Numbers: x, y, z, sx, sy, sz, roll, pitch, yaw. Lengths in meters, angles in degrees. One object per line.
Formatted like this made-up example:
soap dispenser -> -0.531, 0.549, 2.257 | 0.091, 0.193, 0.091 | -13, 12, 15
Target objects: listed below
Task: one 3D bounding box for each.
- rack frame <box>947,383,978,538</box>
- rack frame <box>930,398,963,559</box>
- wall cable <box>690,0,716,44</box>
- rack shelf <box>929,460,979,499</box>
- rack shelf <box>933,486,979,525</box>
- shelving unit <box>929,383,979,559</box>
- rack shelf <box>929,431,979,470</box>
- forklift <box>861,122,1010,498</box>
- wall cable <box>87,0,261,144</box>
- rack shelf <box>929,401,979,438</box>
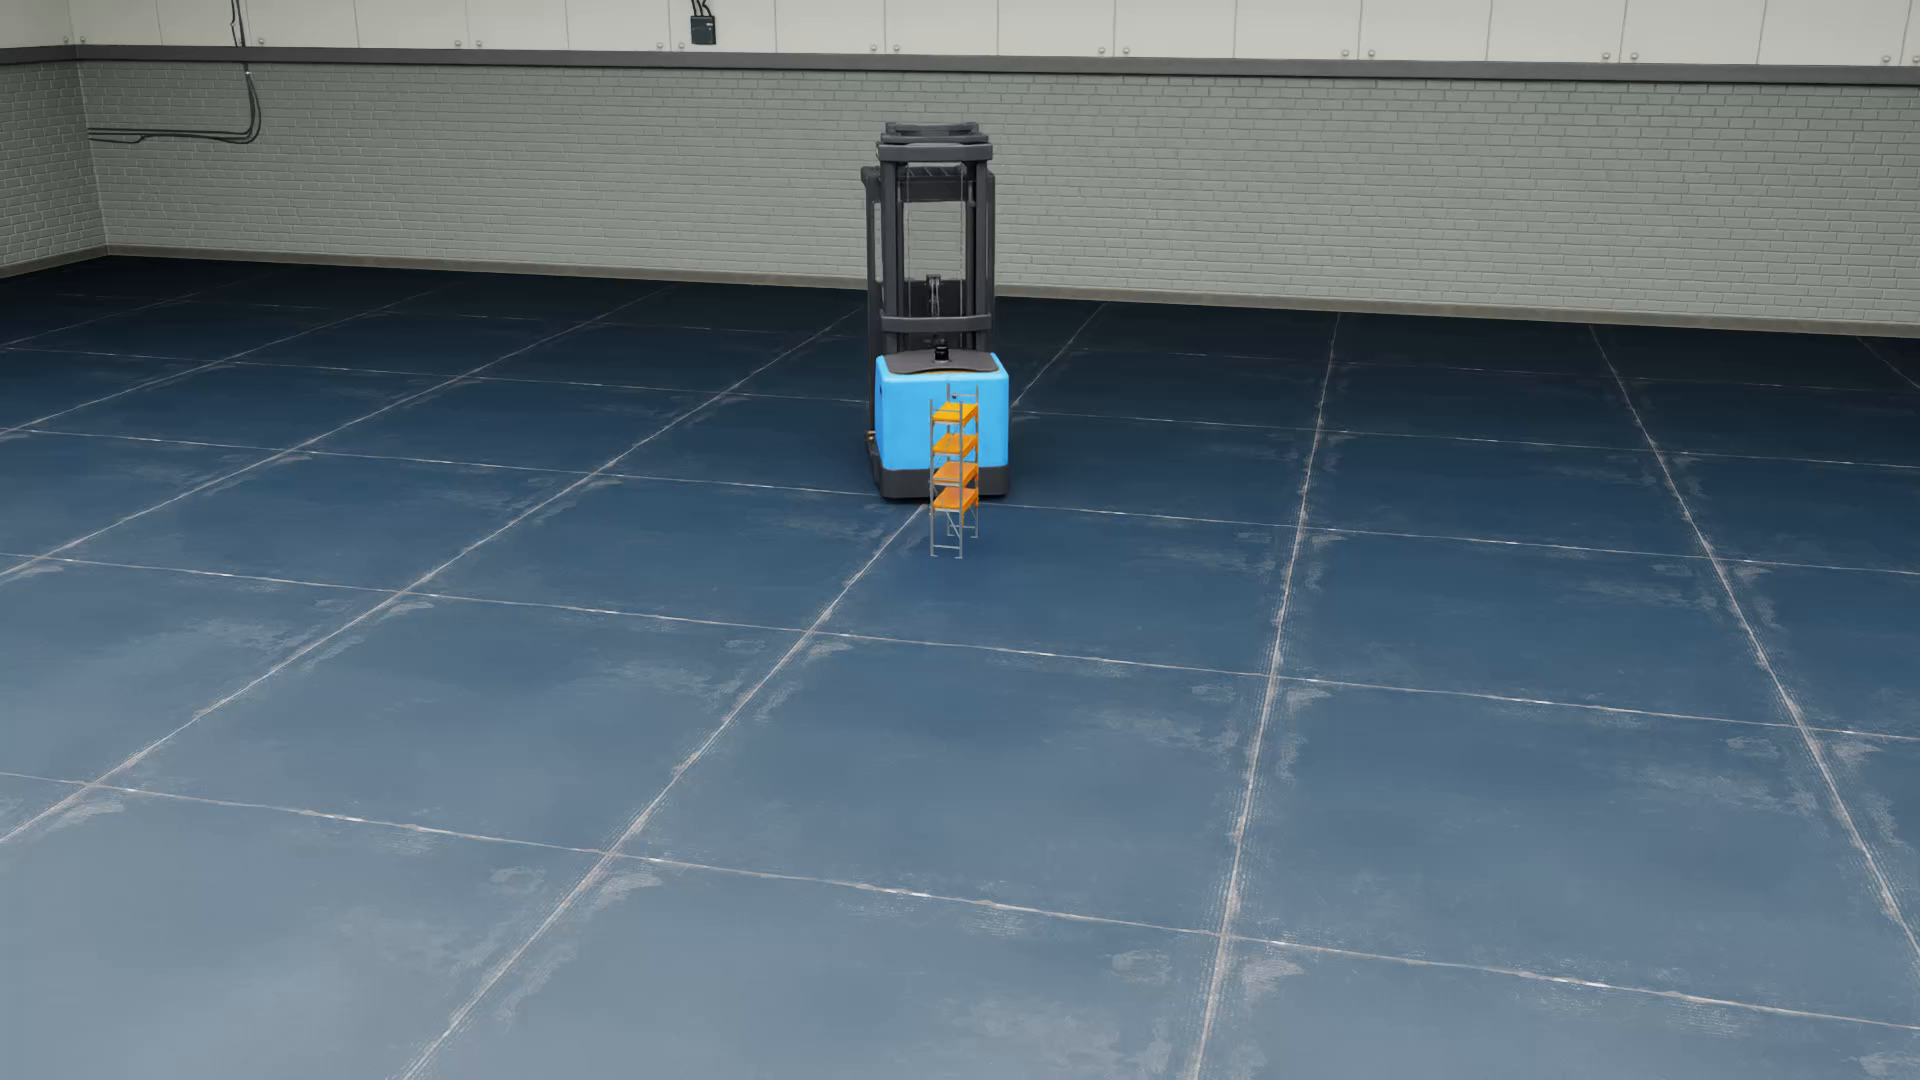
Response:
rack frame -> 0.019, -0.592, 12.566 | 0.240, 1.200, 0.015 | 5, 19, 13
rack frame -> -0.100, -0.439, 12.118 | 0.240, 1.200, 0.015 | 5, 19, 13
wall cable -> -2.443, -9.361, 20.911 | 2.305, 6.003, 0.169 | 5, 19, 13
rack shelf -> -0.040, -0.452, 12.363 | 0.258, 0.148, 0.480 | 5, 19, 13
rack shelf -> -0.040, -0.264, 12.428 | 0.258, 0.148, 0.480 | 5, 19, 13
shelving unit -> -0.040, -0.516, 12.342 | 0.258, 1.200, 0.503 | 5, 19, 13
rack shelf -> -0.040, -0.664, 12.291 | 0.258, 0.148, 0.480 | 5, 19, 13
forklift -> -0.276, -2.157, 14.467 | 1.130, 2.935, 3.031 | -2, 19, -6
wall cable -> -11.645, -7.037, 24.172 | 3.097, 2.526, 0.112 | 5, 19, 13
rack shelf -> -0.040, -0.888, 12.215 | 0.258, 0.148, 0.480 | 5, 19, 13
